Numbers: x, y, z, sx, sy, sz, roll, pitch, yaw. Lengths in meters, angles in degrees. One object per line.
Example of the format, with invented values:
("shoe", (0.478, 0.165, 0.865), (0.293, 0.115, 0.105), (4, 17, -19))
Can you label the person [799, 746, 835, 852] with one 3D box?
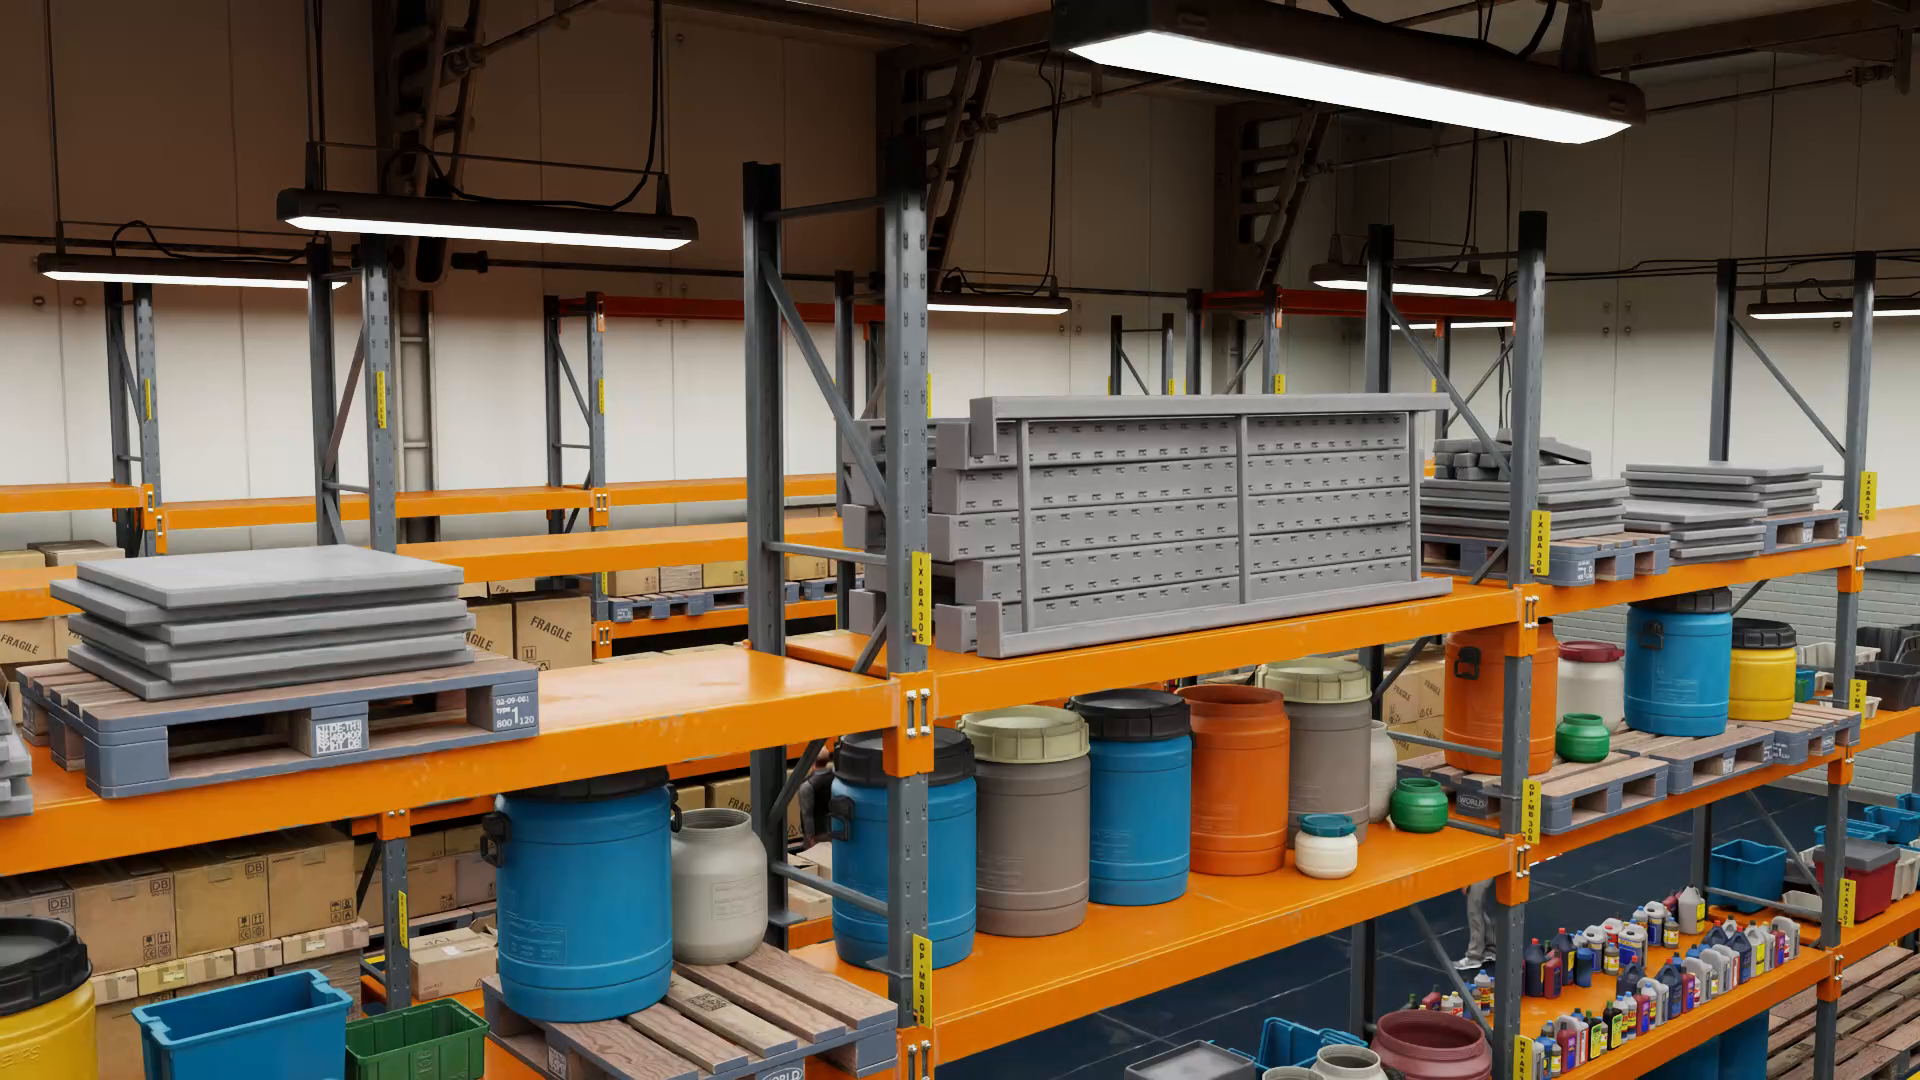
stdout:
("person", (-1.296, 2.793, 15.656), (0.400, 1.739, 0.589), (5, 8, 44))

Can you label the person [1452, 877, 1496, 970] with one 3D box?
("person", (4.562, 2.982, 14.659), (0.452, 1.590, 0.440), (1, 6, 8))
